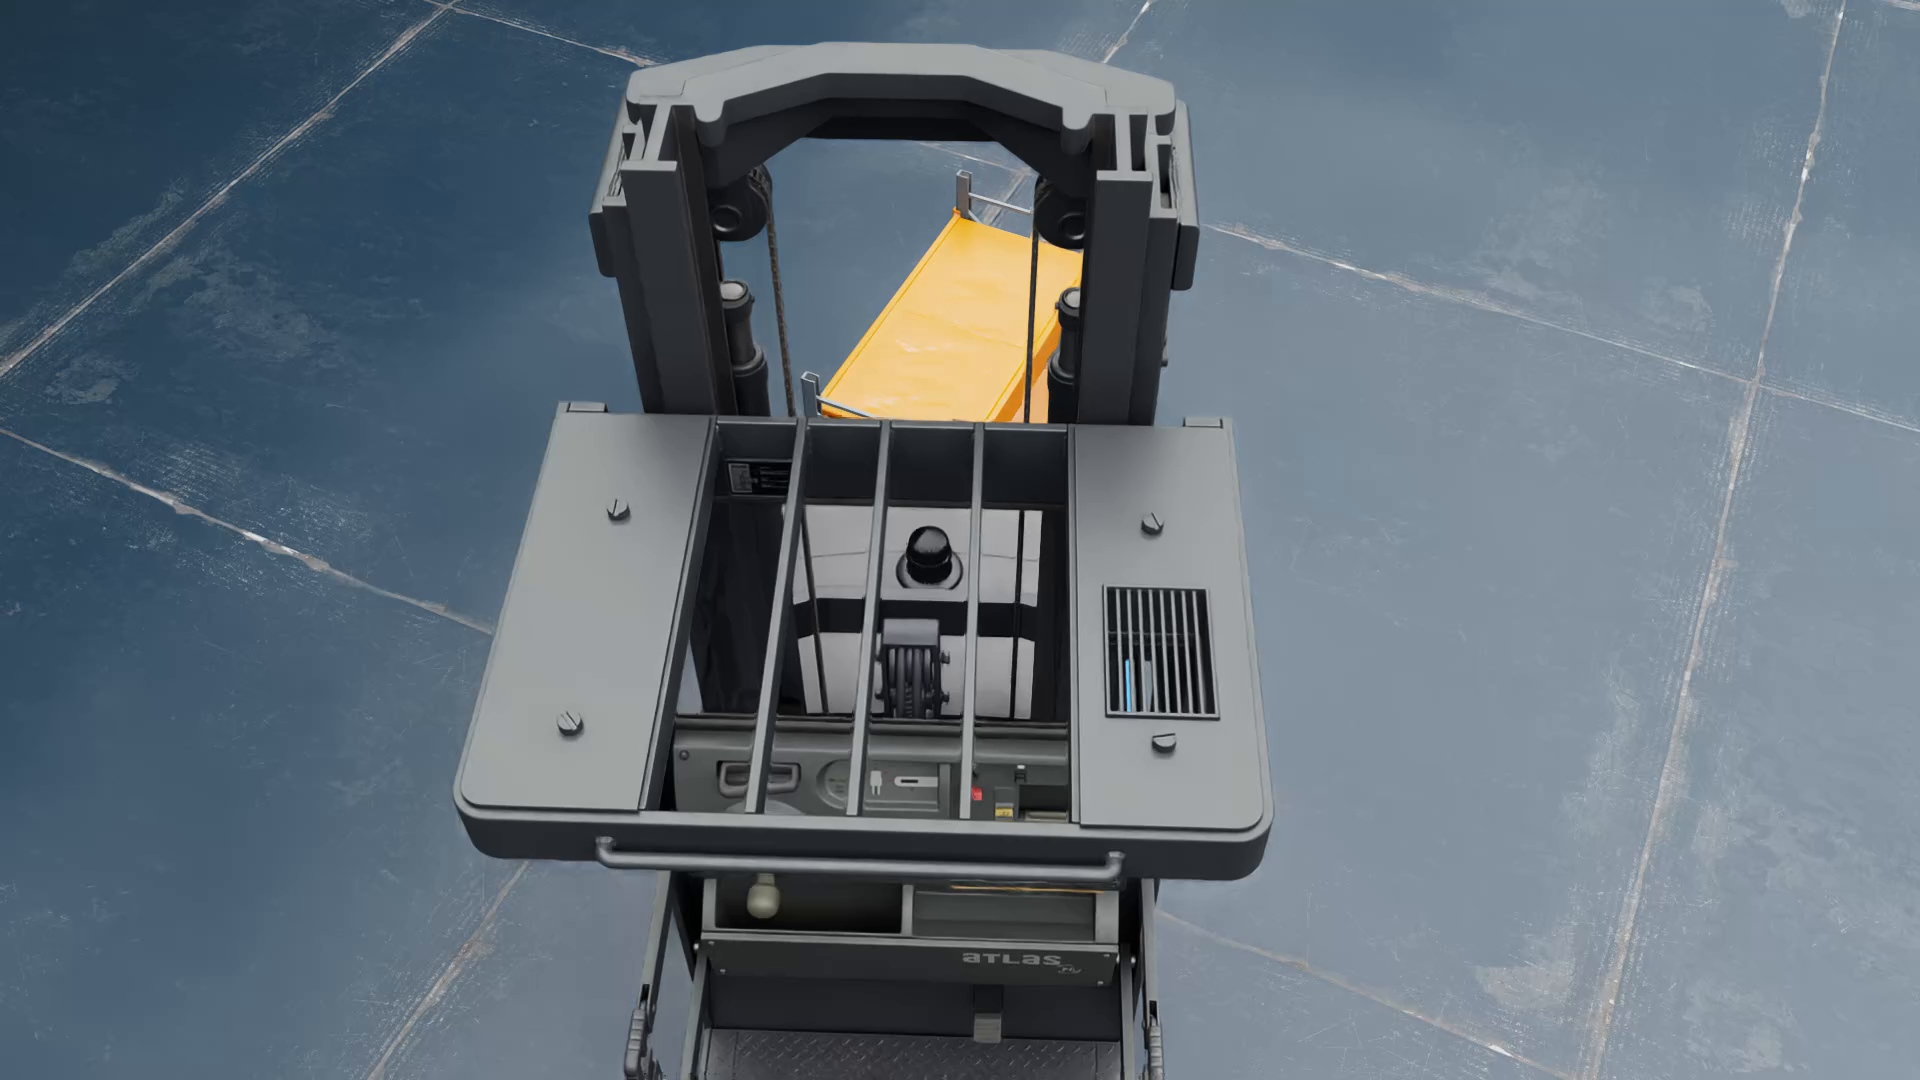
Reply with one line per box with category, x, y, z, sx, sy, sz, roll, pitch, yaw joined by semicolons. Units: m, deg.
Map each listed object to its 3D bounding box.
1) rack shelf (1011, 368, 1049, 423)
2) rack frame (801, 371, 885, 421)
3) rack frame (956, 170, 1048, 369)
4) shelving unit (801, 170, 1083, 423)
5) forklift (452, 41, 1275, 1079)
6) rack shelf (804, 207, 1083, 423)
rack shelf;0.003;-0.211;5.512;0.538;0.278;1.000;20;52;16
rack frame;-0.214;-0.019;5.028;0.500;1.125;0.032;20;52;16
rack frame;0.220;-0.719;5.623;0.500;1.125;0.032;20;52;16
shelving unit;0.003;-0.369;5.326;0.538;1.125;1.048;20;52;16
forklift;-0.116;0.690;3.239;1.130;2.935;3.031;2;50;1
rack shelf;0.003;-0.559;5.103;0.538;0.278;1.000;20;52;16
